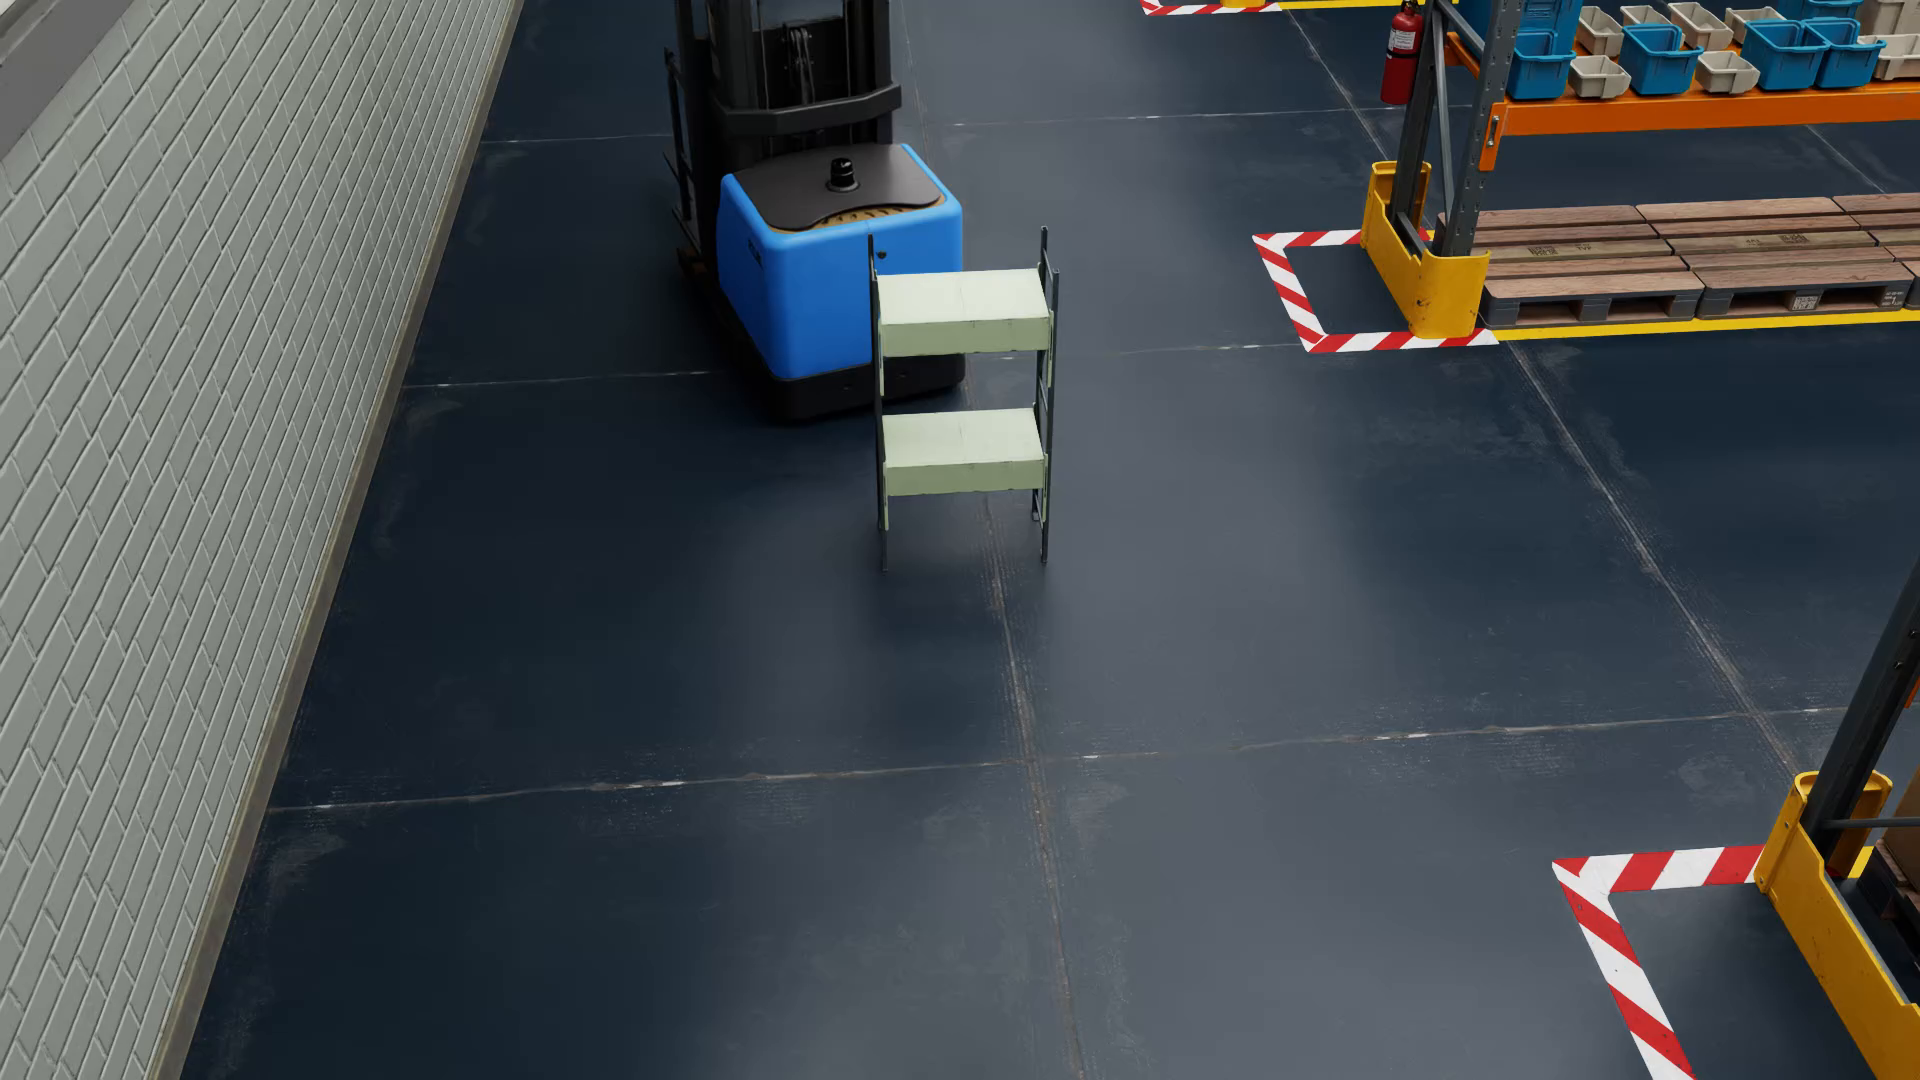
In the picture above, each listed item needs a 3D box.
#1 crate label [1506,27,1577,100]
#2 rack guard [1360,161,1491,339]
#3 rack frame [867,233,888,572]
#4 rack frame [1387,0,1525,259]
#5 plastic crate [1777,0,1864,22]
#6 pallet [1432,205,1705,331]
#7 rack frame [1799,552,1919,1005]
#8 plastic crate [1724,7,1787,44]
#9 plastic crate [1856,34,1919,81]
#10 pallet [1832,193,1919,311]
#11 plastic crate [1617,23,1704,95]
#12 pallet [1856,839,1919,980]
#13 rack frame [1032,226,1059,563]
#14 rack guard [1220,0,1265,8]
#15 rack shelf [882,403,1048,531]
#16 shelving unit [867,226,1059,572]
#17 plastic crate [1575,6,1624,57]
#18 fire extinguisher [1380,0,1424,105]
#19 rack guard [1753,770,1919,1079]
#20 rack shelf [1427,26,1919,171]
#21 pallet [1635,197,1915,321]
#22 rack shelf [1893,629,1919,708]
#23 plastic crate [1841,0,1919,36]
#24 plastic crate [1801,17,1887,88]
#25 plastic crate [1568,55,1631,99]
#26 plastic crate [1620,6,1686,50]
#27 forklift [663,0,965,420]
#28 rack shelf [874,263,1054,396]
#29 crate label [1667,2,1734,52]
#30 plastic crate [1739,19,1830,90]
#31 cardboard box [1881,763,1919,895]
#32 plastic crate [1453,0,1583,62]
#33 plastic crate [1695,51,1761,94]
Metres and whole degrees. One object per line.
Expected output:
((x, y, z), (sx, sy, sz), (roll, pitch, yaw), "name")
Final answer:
((2.922, -2.426, 8.490), (0.303, 0.233, 0.416), (-3, 38, -4), "crate label")
((2.624, -1.667, 9.459), (0.348, 0.500, 1.175), (-3, 38, -4), "rack guard")
((-0.358, -0.569, 7.260), (0.023, 1.500, 0.400), (-3, 38, -4), "rack frame")
((2.647, -2.658, 8.697), (0.127, 3.000, 1.000), (-3, 38, -4), "rack frame")
((4.670, -2.886, 9.073), (0.300, 0.233, 0.416), (-3, 38, -4), "plastic crate")
((3.472, -1.584, 9.587), (1.213, 0.211, 1.003), (-3, 38, -4), "pallet")
((3.082, 0.399, 4.823), (0.127, 3.000, 1.000), (-3, 38, -4), "rack frame")
((4.302, -2.799, 9.041), (0.250, 0.136, 0.298), (-3, 38, -4), "plastic crate")
((4.923, -2.516, 8.682), (0.466, 0.136, 0.293), (-3, 38, -4), "plastic crate")
((5.902, -1.718, 9.757), (1.213, 0.211, 1.003), (-3, 38, -4), "pallet")
((3.578, -2.462, 8.535), (0.300, 0.233, 0.416), (-3, 38, -4), "plastic crate")
((3.952, 1.445, 5.748), (1.213, 0.211, 1.003), (-3, 38, -4), "pallet")
((0.371, -0.609, 7.311), (0.023, 1.500, 0.400), (-3, 38, -4), "rack frame")
((2.184, -4.731, 13.342), (0.348, 0.500, 1.175), (-3, 38, -4), "rack guard")
((0.007, -0.333, 7.488), (0.720, 0.370, 0.431), (-3, 38, -4), "rack shelf")
((0.007, -0.589, 7.286), (0.755, 1.500, 0.431), (-3, 38, -4), "shelving unit")
((3.443, -2.734, 8.958), (0.243, 0.136, 0.396), (-3, 38, -4), "plastic crate")
((2.456, -2.753, 9.181), (0.183, 0.674, 0.296), (-3, 38, -4), "fire extinguisher")
((3.158, 1.376, 5.603), (0.348, 0.500, 1.175), (-3, 38, -4), "rack guard")
((4.639, -2.485, 9.059), (4.000, 0.370, 1.077), (-3, 38, -4), "rack shelf")
((4.684, -1.649, 9.670), (1.213, 0.211, 1.003), (-3, 38, -4), "pallet")
((5.074, 0.571, 5.185), (4.000, 0.370, 1.077), (-3, 38, -4), "rack shelf")
((5.094, -2.884, 9.031), (0.530, 0.282, 0.437), (-3, 38, -4), "plastic crate")
((4.532, -2.515, 8.602), (0.300, 0.233, 0.416), (-3, 38, -4), "plastic crate")
((3.249, -2.355, 8.477), (0.298, 0.136, 0.250), (-3, 38, -4), "plastic crate")
((3.733, -2.741, 8.967), (0.243, 0.136, 0.396), (-3, 38, -4), "plastic crate")
((-0.998, -2.669, 8.767), (1.130, 2.935, 3.031), (-14, 40, -17), "forklift")
((0.007, -0.896, 7.044), (0.720, 0.370, 0.431), (-3, 38, -4), "rack shelf")
((4.008, -2.771, 9.005), (0.243, 0.136, 0.396), (-3, 38, -4), "crate label")
((4.233, -2.498, 8.581), (0.300, 0.233, 0.416), (-3, 38, -4), "plastic crate")
((3.602, 1.026, 5.692), (0.500, 0.500, 0.500), (-3, 38, -4), "cardboard box")
((2.964, -2.829, 8.837), (0.499, 0.435, 0.616), (-3, 38, -4), "plastic crate")
((3.924, -2.392, 8.524), (0.298, 0.136, 0.250), (-3, 38, -4), "plastic crate")
